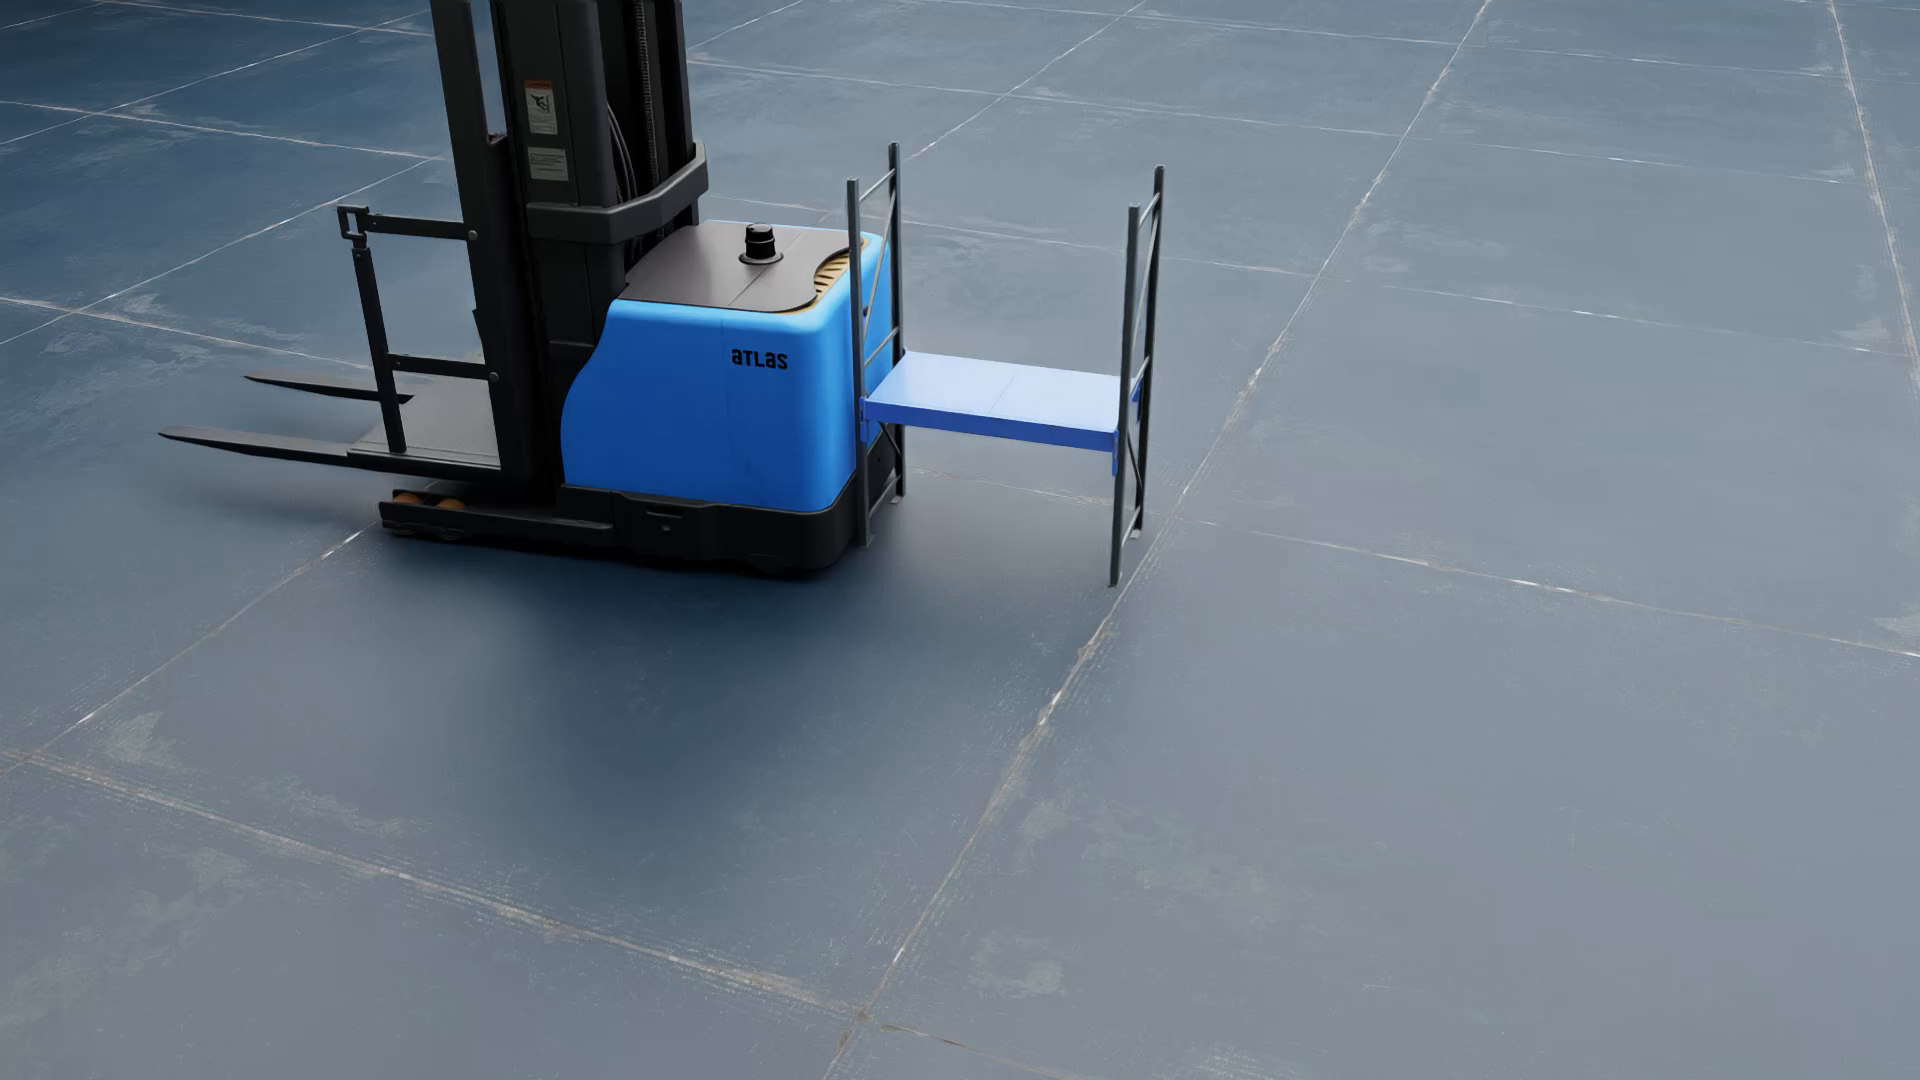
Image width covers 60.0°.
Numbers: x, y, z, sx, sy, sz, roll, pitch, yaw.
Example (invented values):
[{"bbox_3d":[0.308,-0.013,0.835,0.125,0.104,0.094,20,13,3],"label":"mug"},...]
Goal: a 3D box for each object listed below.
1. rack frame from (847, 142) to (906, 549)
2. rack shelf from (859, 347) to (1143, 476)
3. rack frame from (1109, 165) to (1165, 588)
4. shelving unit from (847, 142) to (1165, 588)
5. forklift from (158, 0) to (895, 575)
[{"bbox_3d":[-0.315,-0.735,6.452,0.032,1.500,0.500,8,31,15],"label":"rack frame"},{"bbox_3d":[0.172,-0.506,6.412,1.000,0.185,0.538,8,31,15],"label":"rack shelf"},{"bbox_3d":[0.659,-0.591,6.196,0.032,1.500,0.500,8,31,15],"label":"rack frame"},{"bbox_3d":[0.172,-0.663,6.324,1.048,1.500,0.538,8,31,15],"label":"shelving unit"},{"bbox_3d":[-1.842,-1.517,6.380,3.031,2.935,1.130,7,30,12],"label":"forklift"}]
